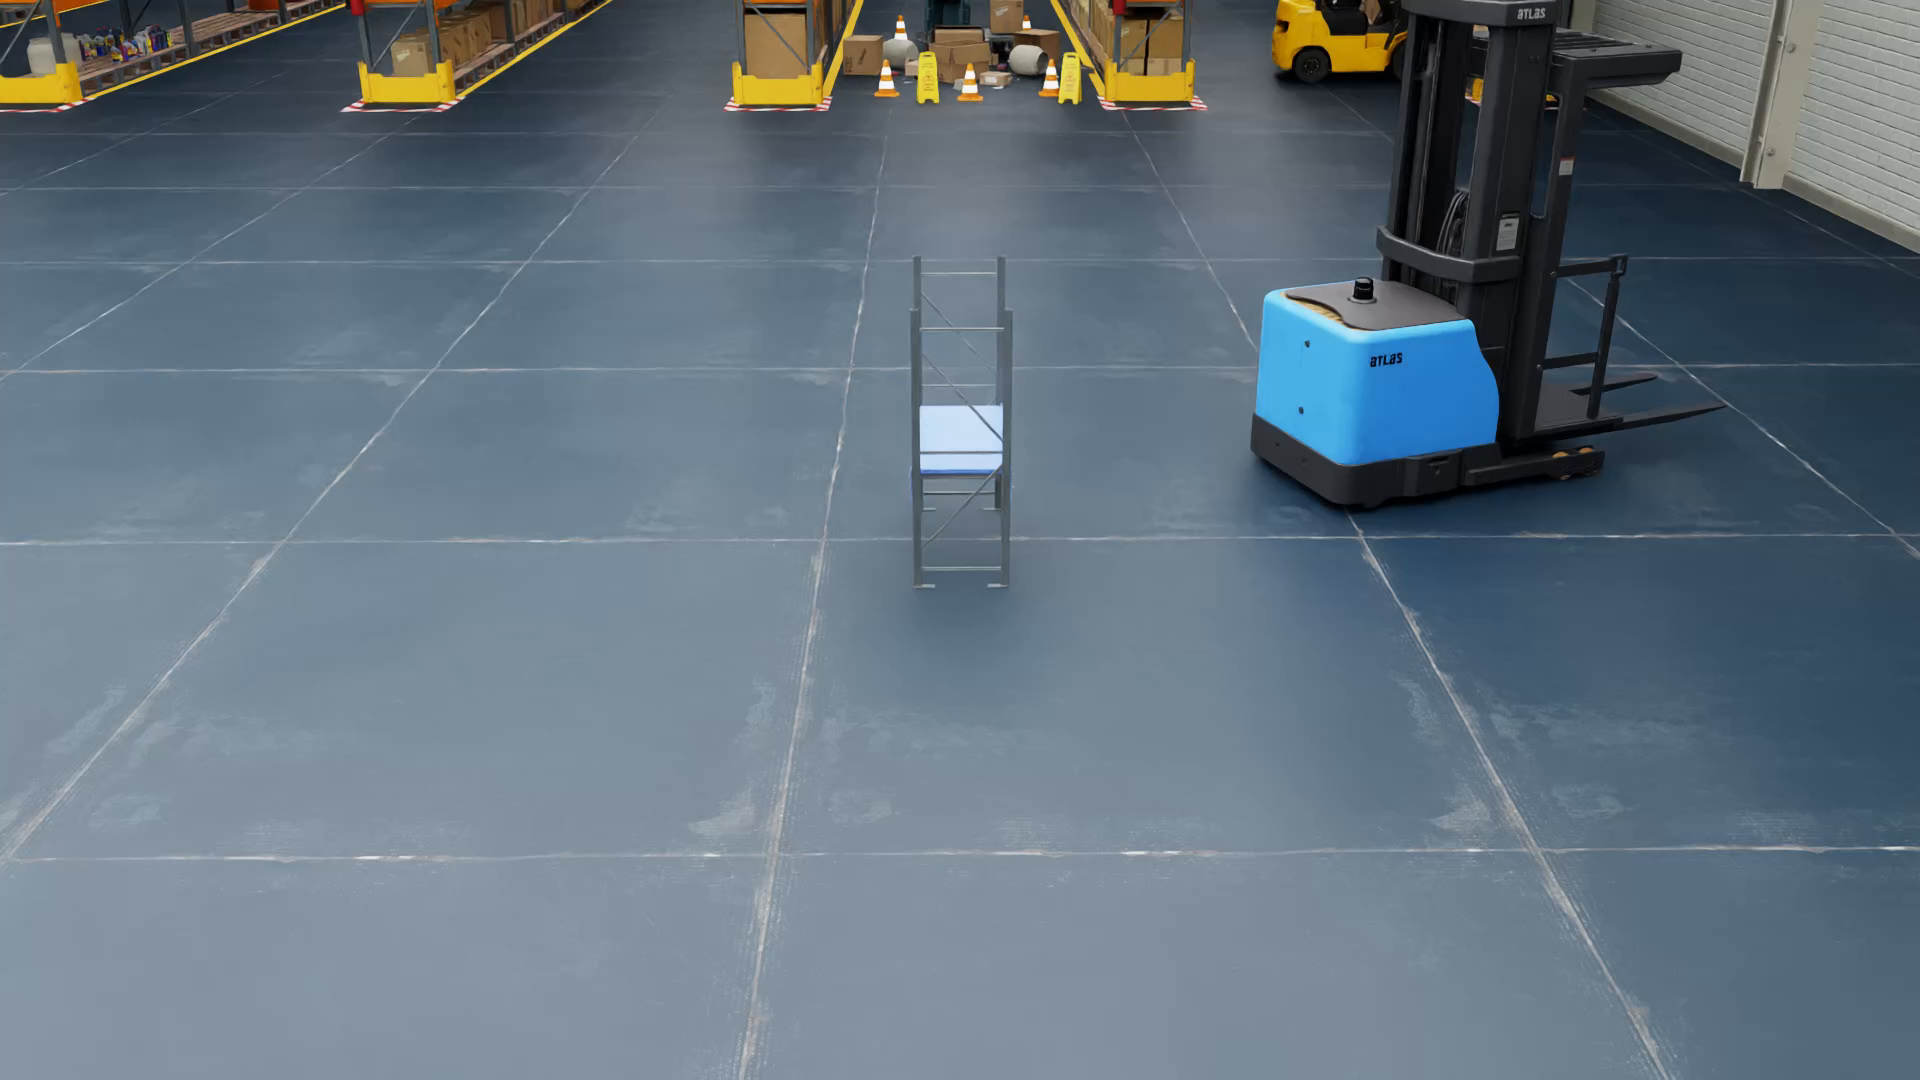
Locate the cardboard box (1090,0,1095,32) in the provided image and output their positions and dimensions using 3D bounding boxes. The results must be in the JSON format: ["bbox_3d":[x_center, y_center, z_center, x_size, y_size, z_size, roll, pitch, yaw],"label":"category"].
[{"bbox_3d":[2.230,-7.961,25.128,0.500,0.500,0.500,1,24,2],"label":"cardboard box"}]

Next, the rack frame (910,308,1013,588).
[{"bbox_3d":[0.006,-0.439,8.400,0.500,1.500,0.032,0,24,-1],"label":"rack frame"}]

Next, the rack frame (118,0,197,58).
[{"bbox_3d":[-12.368,-8.858,25.195,1.000,3.000,0.127,0,24,-1],"label":"rack frame"}]

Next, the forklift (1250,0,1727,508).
[{"bbox_3d":[3.371,-1.891,9.873,3.031,2.935,1.130,-9,26,-20],"label":"forklift"}]

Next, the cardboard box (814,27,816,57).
[{"bbox_3d":[-2.496,-7.077,23.327,0.875,0.875,0.875,-1,24,-1],"label":"cardboard box"}]

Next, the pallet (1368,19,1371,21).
[{"bbox_3d":[7.384,-8.987,28.864,1.003,0.211,1.213,0,24,-1],"label":"pallet"}]

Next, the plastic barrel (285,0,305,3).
[{"bbox_3d":[-12.446,-10.266,30.724,0.600,0.588,0.708,0,24,-1],"label":"plastic barrel"}]

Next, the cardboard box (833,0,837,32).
[{"bbox_3d":[-2.558,-8.680,27.022,1.050,0.750,0.750,0,24,-1],"label":"cardboard box"}]

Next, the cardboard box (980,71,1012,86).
[{"bbox_3d":[0.503,-6.508,23.459,0.380,0.149,0.250,13,27,27],"label":"cardboard box"}]

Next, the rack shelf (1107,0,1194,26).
[{"bbox_3d":[2.516,-7.773,23.669,1.077,0.370,4.000,0,24,-1],"label":"rack shelf"}]

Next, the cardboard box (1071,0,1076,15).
[{"bbox_3d":[2.446,-9.334,28.927,0.950,0.372,0.625,-2,24,-4],"label":"cardboard box"}]

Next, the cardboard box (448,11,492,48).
[{"bbox_3d":[-7.451,-7.768,25.308,0.500,0.500,0.500,-1,24,-2],"label":"cardboard box"}]

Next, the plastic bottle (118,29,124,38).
[{"bbox_3d":[-12.666,-7.555,25.077,0.061,0.283,0.133,0,24,-1],"label":"plastic bottle"}]

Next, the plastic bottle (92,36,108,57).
[{"bbox_3d":[-12.620,-7.241,24.391,0.152,0.276,0.135,0,24,-1],"label":"plastic bottle"}]

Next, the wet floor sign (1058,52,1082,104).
[{"bbox_3d":[1.470,-6.121,22.000,0.267,0.644,0.232,8,26,18],"label":"wet floor sign"}]

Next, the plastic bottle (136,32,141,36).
[{"bbox_3d":[-12.219,-7.463,24.883,0.152,0.276,0.135,0,24,-1],"label":"plastic bottle"}]

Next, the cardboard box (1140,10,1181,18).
[{"bbox_3d":[2.794,-7.115,23.260,0.500,0.500,0.500,-1,24,-3],"label":"cardboard box"}]

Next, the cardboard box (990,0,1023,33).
[{"bbox_3d":[0.714,-8.110,25.657,0.500,0.500,0.500,0,24,-1],"label":"cardboard box"}]

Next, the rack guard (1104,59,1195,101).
[{"bbox_3d":[2.537,-6.169,22.283,1.175,0.500,0.348,0,24,-1],"label":"rack guard"}]

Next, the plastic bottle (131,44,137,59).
[{"bbox_3d":[-12.039,-7.107,24.185,0.097,0.201,0.097,0,24,0],"label":"plastic bottle"}]

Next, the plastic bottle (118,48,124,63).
[{"bbox_3d":[-12.034,-6.926,23.786,0.097,0.201,0.097,0,24,0],"label":"plastic bottle"}]

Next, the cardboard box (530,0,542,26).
[{"bbox_3d":[-7.400,-8.852,27.681,0.700,0.500,0.500,2,24,4],"label":"cardboard box"}]

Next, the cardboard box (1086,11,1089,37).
[{"bbox_3d":[2.486,-8.135,26.276,0.950,0.372,0.625,0,24,0],"label":"cardboard box"}]

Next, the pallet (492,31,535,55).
[{"bbox_3d":[-7.425,-7.930,26.528,1.003,0.211,1.213,0,24,-1],"label":"pallet"}]

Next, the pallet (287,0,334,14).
[{"bbox_3d":[-12.472,-10.062,31.241,1.003,0.211,1.213,0,24,-1],"label":"pallet"}]

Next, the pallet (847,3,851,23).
[{"bbox_3d":[-2.505,-9.560,30.133,1.003,0.211,1.213,0,24,-1],"label":"pallet"}]

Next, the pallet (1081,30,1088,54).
[{"bbox_3d":[2.484,-7.975,26.627,1.003,0.211,1.213,0,24,-1],"label":"pallet"}]

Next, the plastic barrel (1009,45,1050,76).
[{"bbox_3d":[1.001,-6.947,24.096,0.512,0.421,0.421,19,30,35],"label":"plastic barrel"}]

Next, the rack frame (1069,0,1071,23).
[{"bbox_3d":[2.450,-10.573,28.987,1.000,3.000,0.127,0,24,-1],"label":"rack frame"}]

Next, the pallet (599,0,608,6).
[{"bbox_3d":[-7.419,-10.588,32.405,1.003,0.211,1.213,0,24,-1],"label":"pallet"}]

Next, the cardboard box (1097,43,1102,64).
[{"bbox_3d":[2.251,-6.976,23.861,0.500,0.250,0.500,-1,24,-2],"label":"cardboard box"}]

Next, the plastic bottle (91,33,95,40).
[{"bbox_3d":[-12.812,-7.340,24.602,0.061,0.283,0.133,1,24,2],"label":"plastic bottle"}]

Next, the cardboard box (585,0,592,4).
[{"bbox_3d":[-7.448,-10.403,30.681,1.225,0.875,0.875,0,24,0],"label":"cardboard box"}]

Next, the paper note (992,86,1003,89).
[{"bbox_3d":[0.537,-6.304,23.152,0.148,0.019,0.142,-9,26,-19],"label":"paper note"}]

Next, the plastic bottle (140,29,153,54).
[{"bbox_3d":[-12.067,-7.375,24.597,0.144,0.351,0.185,0,24,-1],"label":"plastic bottle"}]

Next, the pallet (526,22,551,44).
[{"bbox_3d":[-7.442,-8.434,27.643,1.003,0.211,1.213,0,24,-1],"label":"pallet"}]

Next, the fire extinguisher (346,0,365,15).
[{"bbox_3d":[-7.831,-7.147,21.507,0.296,0.674,0.183,0,24,-1],"label":"fire extinguisher"}]

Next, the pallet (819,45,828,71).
[{"bbox_3d":[-2.525,-7.277,25.083,1.003,0.211,1.213,0,24,-1],"label":"pallet"}]

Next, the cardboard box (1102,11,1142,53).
[{"bbox_3d":[2.259,-7.101,23.227,0.500,0.500,0.500,1,24,1],"label":"cardboard box"}]

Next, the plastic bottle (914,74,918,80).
[{"bbox_3d":[-0.570,-6.638,23.852,0.133,0.061,0.283,-9,26,-19],"label":"plastic bottle"}]

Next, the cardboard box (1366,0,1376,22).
[{"bbox_3d":[7.422,-9.180,28.279,0.875,0.625,0.625,1,24,1],"label":"cardboard box"}]

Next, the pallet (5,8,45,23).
[{"bbox_3d":[-17.335,-9.523,30.049,1.003,0.211,1.213,0,24,-1],"label":"pallet"}]

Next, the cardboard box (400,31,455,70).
[{"bbox_3d":[-7.403,-6.788,23.142,0.500,0.500,0.500,6,25,13],"label":"cardboard box"}]

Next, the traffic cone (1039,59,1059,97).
[{"bbox_3d":[1.243,-6.292,22.600,0.336,0.463,0.334,0,24,-1],"label":"traffic cone"}]

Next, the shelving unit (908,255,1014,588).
[{"bbox_3d":[0.001,-0.648,8.863,0.538,1.500,1.048,0,24,-1],"label":"shelving unit"}]

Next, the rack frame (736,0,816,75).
[{"bbox_3d":[-2.411,-7.213,21.557,1.000,3.000,0.127,0,24,-1],"label":"rack frame"}]

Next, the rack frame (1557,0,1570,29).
[{"bbox_3d":[7.501,-7.300,21.751,1.000,3.000,0.127,0,24,-1],"label":"rack frame"}]

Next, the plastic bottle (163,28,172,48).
[{"bbox_3d":[-12.033,-7.624,25.229,0.061,0.283,0.133,1,24,2],"label":"plastic bottle"}]

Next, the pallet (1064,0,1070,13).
[{"bbox_3d":[2.507,-10.129,31.390,1.003,0.211,1.213,0,24,-1],"label":"pallet"}]

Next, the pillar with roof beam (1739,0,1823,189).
[{"bbox_3d":[4.155,-7.833,15.649,9.100,9.000,0.400,0,24,-1],"label":"pillar with roof beam"}]

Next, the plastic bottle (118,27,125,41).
[{"bbox_3d":[-12.803,-7.682,25.372,0.097,0.271,0.097,0,24,0],"label":"plastic bottle"}]

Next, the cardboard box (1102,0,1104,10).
[{"bbox_3d":[2.196,-7.544,23.421,0.380,0.149,0.250,1,24,2],"label":"cardboard box"}]
